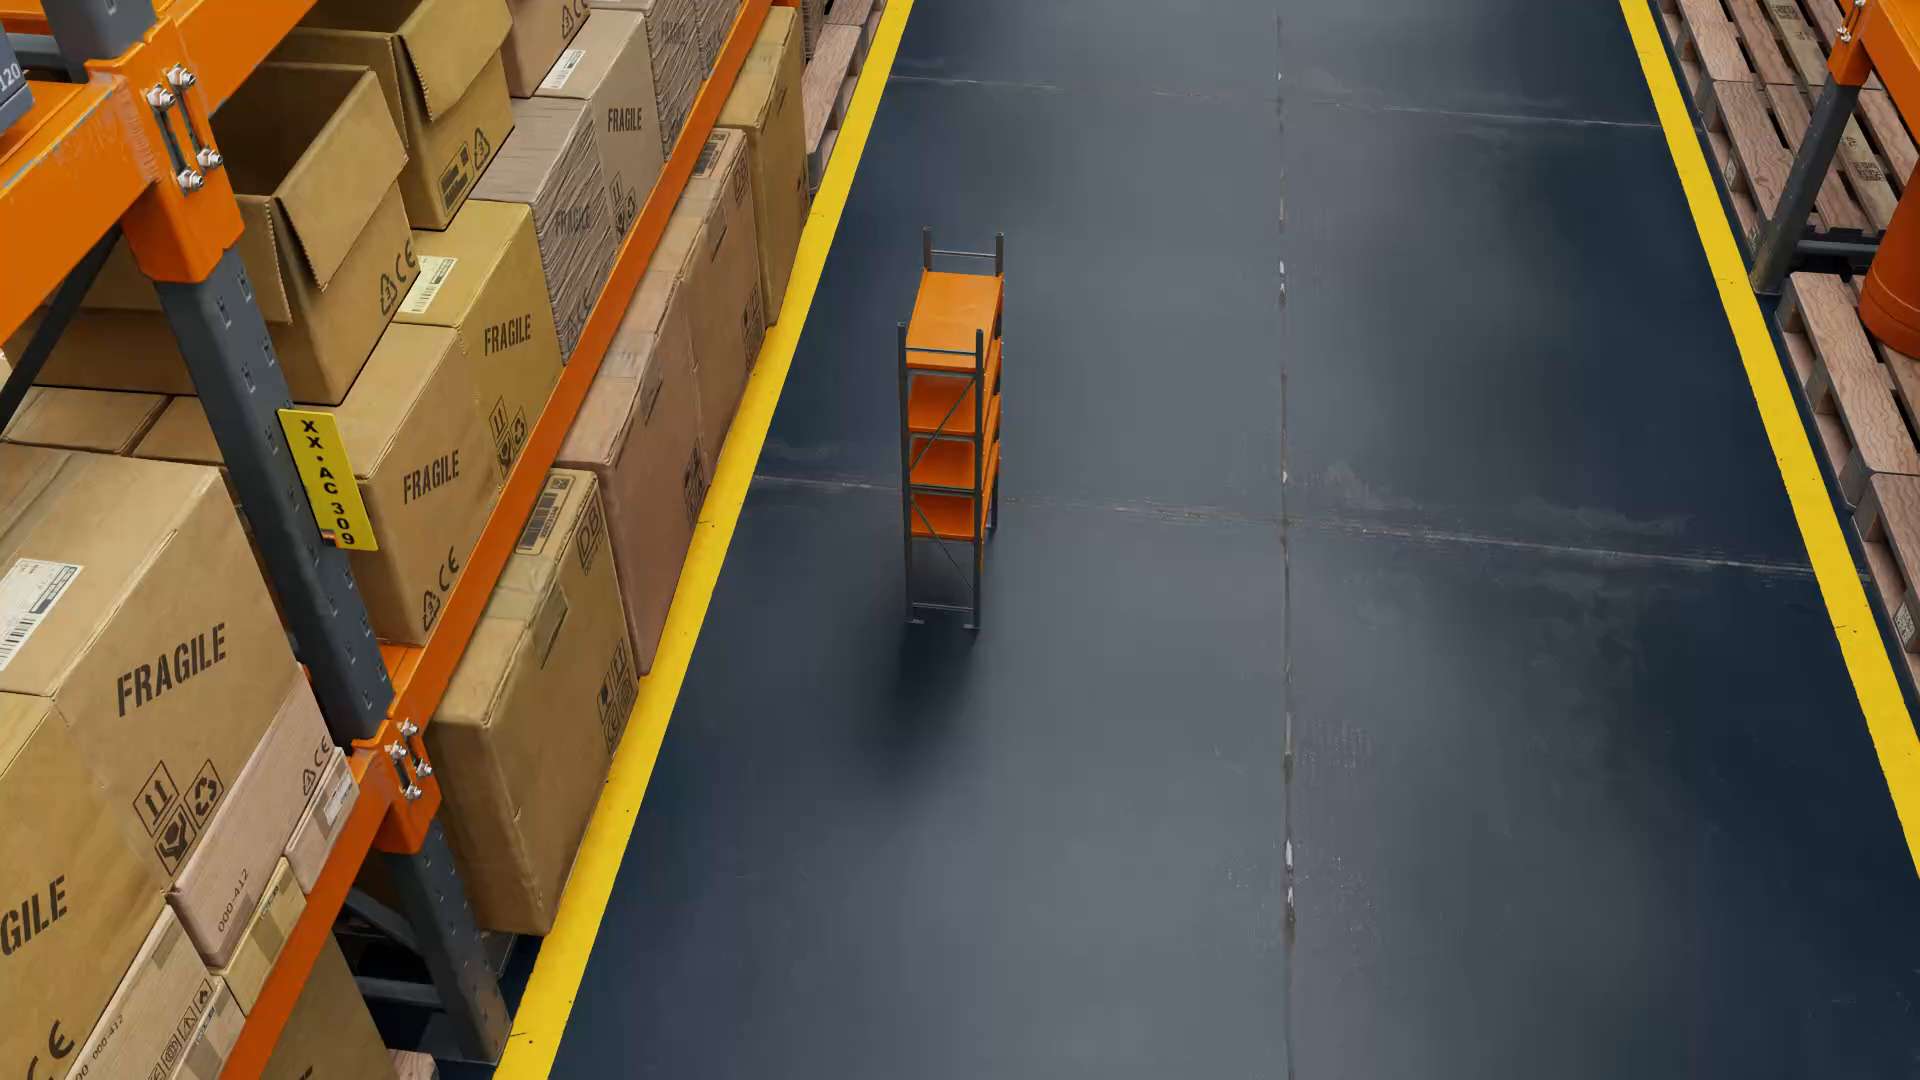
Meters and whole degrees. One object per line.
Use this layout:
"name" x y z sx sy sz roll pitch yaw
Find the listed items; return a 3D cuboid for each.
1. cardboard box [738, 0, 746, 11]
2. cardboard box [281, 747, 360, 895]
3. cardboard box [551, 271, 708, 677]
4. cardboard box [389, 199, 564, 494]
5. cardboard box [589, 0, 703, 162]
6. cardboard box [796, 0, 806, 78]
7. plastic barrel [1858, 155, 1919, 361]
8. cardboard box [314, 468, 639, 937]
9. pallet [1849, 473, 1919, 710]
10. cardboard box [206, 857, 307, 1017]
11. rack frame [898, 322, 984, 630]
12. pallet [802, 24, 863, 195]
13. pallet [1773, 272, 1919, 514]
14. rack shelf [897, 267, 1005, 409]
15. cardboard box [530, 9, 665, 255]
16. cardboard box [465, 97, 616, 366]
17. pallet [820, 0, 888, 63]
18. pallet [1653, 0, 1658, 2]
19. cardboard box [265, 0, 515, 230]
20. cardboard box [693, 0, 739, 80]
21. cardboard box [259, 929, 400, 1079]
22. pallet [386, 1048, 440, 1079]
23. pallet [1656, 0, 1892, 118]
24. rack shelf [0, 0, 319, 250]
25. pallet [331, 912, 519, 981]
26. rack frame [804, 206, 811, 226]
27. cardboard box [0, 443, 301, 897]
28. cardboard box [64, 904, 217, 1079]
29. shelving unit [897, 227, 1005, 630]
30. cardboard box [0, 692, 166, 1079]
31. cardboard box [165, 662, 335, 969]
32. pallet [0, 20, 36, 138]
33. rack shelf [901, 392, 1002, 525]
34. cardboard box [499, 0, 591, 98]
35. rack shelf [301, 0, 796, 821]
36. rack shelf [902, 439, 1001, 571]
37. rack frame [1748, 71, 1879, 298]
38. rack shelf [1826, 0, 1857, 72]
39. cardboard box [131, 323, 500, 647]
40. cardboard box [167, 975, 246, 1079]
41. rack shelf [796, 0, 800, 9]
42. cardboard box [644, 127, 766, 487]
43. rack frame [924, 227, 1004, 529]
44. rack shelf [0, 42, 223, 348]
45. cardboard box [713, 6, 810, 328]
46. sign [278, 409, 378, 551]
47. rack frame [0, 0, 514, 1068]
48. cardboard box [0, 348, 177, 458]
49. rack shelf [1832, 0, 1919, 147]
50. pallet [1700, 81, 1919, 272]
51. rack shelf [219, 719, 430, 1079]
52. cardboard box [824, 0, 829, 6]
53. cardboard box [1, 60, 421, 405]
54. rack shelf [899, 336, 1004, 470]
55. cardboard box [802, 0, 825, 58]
"cardboard box" -0.975 -2.213 5.833 0.500 0.500 0.500 6 44 7
"cardboard box" -1.400 0.519 3.203 0.380 0.149 0.250 5 44 6
"cardboard box" -1.502 -0.238 5.059 1.225 0.875 0.875 4 44 4
"cardboard box" -1.310 -0.479 4.002 0.500 0.500 0.500 5 44 6
"cardboard box" -1.112 -1.520 5.101 0.500 0.500 0.500 4 44 4
"cardboard box" -1.086 -2.246 7.439 0.700 0.500 0.500 3 44 3
"plastic barrel" 3.707 -1.115 6.019 0.600 0.830 0.708 5 44 6
"cardboard box" -1.619 0.371 4.416 1.225 0.875 0.875 5 44 6
"pallet" 3.528 0.297 5.283 1.003 0.211 1.213 5 44 6
"cardboard box" -1.433 0.695 3.017 0.380 0.149 0.250 6 44 6
"rack frame" -0.054 -0.157 5.043 0.240 1.200 0.015 5 44 6
"pallet" -1.050 -2.056 7.767 1.003 0.211 1.213 5 44 6
"pallet" 3.691 -0.532 6.158 1.003 0.211 1.213 5 44 6
"rack shelf" -0.022 -0.608 4.948 0.258 0.148 0.480 5 44 6
"cardboard box" -1.180 -1.173 4.735 0.500 0.500 0.500 6 44 6
"cardboard box" -1.243 -0.820 4.362 0.500 0.500 0.500 4 44 5
"pallet" -0.887 -2.885 8.643 1.003 0.211 1.213 5 44 6
"pallet" 4.218 -3.260 9.040 1.003 0.211 1.213 5 44 6
"cardboard box" -1.506 -1.113 3.941 0.797 0.503 0.637 6 44 6
"cardboard box" -1.047 -1.874 5.475 0.500 0.500 0.500 5 44 5
"cardboard box" -1.851 1.252 3.486 0.875 0.875 0.875 5 44 6
"pallet" -1.862 1.714 3.786 1.003 0.211 1.213 5 44 6
"pallet" 4.059 -2.426 8.159 1.003 0.211 1.213 5 44 6
"rack shelf" -1.420 -2.001 4.023 1.077 0.370 4.000 5 44 6
"pallet" -1.657 0.670 4.889 1.003 0.211 1.213 5 44 6
"rack frame" -1.155 -2.536 6.246 1.000 3.000 0.127 5 44 6
"cardboard box" -1.480 0.202 2.702 0.500 0.500 0.500 6 44 7
"cardboard box" -1.548 0.814 2.601 0.500 0.250 0.500 6 44 7
"shelving unit" -0.022 -0.323 5.218 0.258 1.200 0.503 5 44 6
"cardboard box" -1.550 0.543 2.342 0.500 0.500 0.500 6 44 6
"cardboard box" -1.482 0.462 2.974 0.500 0.250 0.500 4 44 5
"pallet" -1.803 -0.310 1.779 1.003 0.211 1.213 5 44 6
"rack shelf" -0.022 -0.274 5.265 0.258 0.148 0.480 5 44 6
"cardboard box" -1.439 -1.538 4.390 0.797 0.503 0.637 7 44 7
"rack shelf" -1.420 -0.911 5.054 1.077 0.370 4.000 5 44 6
"rack shelf" -0.022 -0.130 5.401 0.258 0.148 0.480 5 44 6
"rack frame" 3.754 -2.086 5.771 1.000 3.000 0.127 5 44 6
"rack shelf" 4.019 -3.187 7.458 1.077 0.370 4.000 5 44 6
"cardboard box" -1.375 -0.137 3.640 0.500 0.500 0.500 5 44 6
"cardboard box" -1.468 0.870 2.833 0.380 0.149 0.250 5 44 5
"rack shelf" -0.891 -3.638 7.933 1.077 0.370 4.000 5 44 6
"cardboard box" -1.393 -0.841 5.697 1.225 0.875 0.875 5 44 6
"rack frame" 0.010 -0.489 5.394 0.240 1.200 0.015 5 44 6
"rack shelf" -1.948 0.725 1.144 1.077 0.370 4.000 5 44 6
"cardboard box" -1.267 -1.448 6.338 1.225 0.875 0.875 3 44 4
"sign" -1.134 -0.103 2.990 0.100 0.325 0.005 5 44 6
"rack frame" -1.684 0.190 3.367 1.000 3.000 0.127 5 44 6
"cardboard box" -1.893 -0.190 3.696 0.500 0.500 0.500 5 44 6
"rack shelf" 3.490 -0.461 4.579 1.077 0.370 4.000 5 44 6
"pallet" 3.895 -1.597 7.284 1.003 0.211 1.213 5 44 6
"rack shelf" -1.948 1.815 2.175 1.077 0.370 4.000 5 44 6
"cardboard box" -0.958 -3.012 8.248 0.700 0.500 0.500 9 44 9
"cardboard box" -1.608 -0.646 3.449 0.797 0.503 0.637 4 44 4
"rack shelf" -0.022 -0.436 5.111 0.258 0.148 0.480 5 44 6
"cardboard box" -1.026 -2.625 7.839 0.700 0.500 0.500 2 43 2
